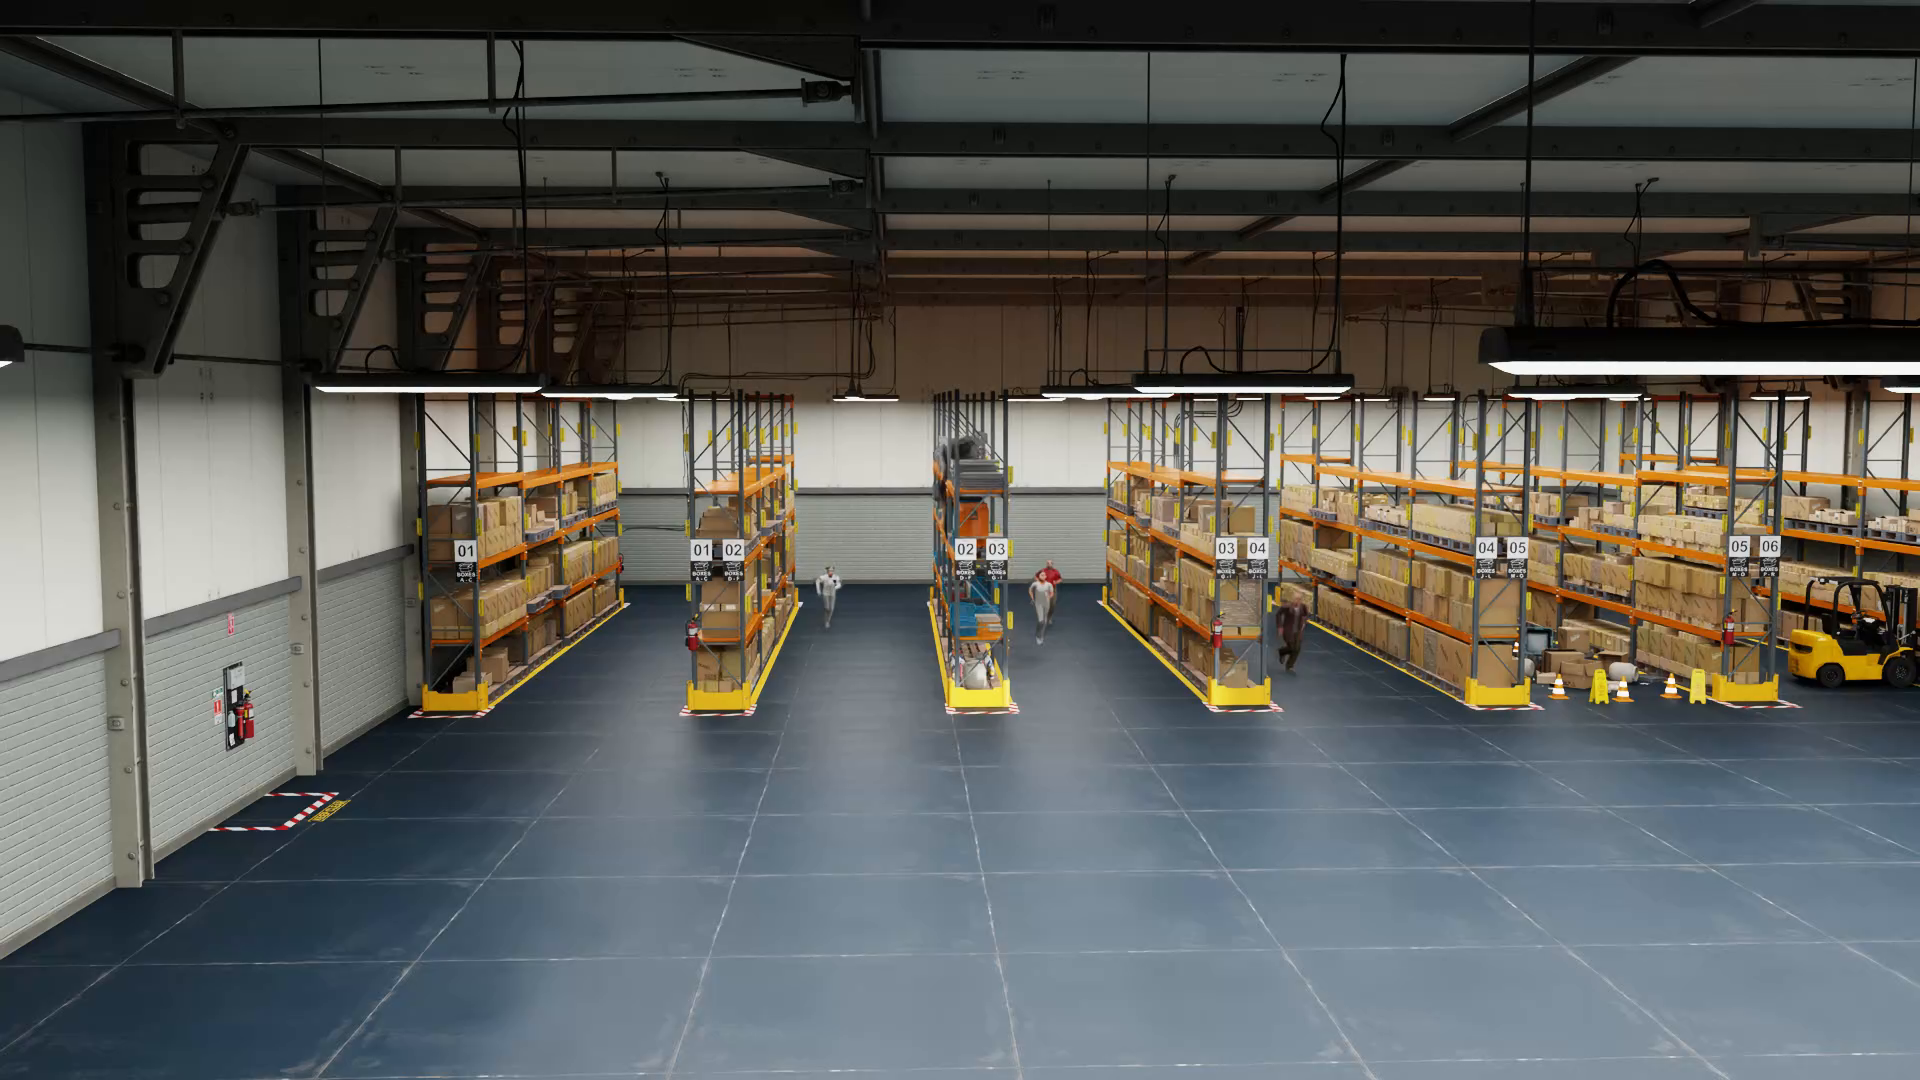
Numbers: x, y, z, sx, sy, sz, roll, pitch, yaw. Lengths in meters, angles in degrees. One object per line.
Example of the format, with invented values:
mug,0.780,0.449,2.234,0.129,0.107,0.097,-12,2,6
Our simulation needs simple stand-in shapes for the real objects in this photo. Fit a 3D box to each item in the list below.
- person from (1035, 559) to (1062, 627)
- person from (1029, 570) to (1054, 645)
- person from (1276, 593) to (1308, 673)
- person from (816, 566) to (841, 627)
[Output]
person,2.301,1.381,42.866,0.635,1.767,0.727,-1,5,-12
person,1.872,1.535,37.845,0.534,1.694,0.653,-1,5,-11
person,7.112,1.967,35.704,0.690,1.714,0.756,-2,5,-22
person,-3.353,1.450,42.609,0.607,1.613,0.685,-1,5,-18
